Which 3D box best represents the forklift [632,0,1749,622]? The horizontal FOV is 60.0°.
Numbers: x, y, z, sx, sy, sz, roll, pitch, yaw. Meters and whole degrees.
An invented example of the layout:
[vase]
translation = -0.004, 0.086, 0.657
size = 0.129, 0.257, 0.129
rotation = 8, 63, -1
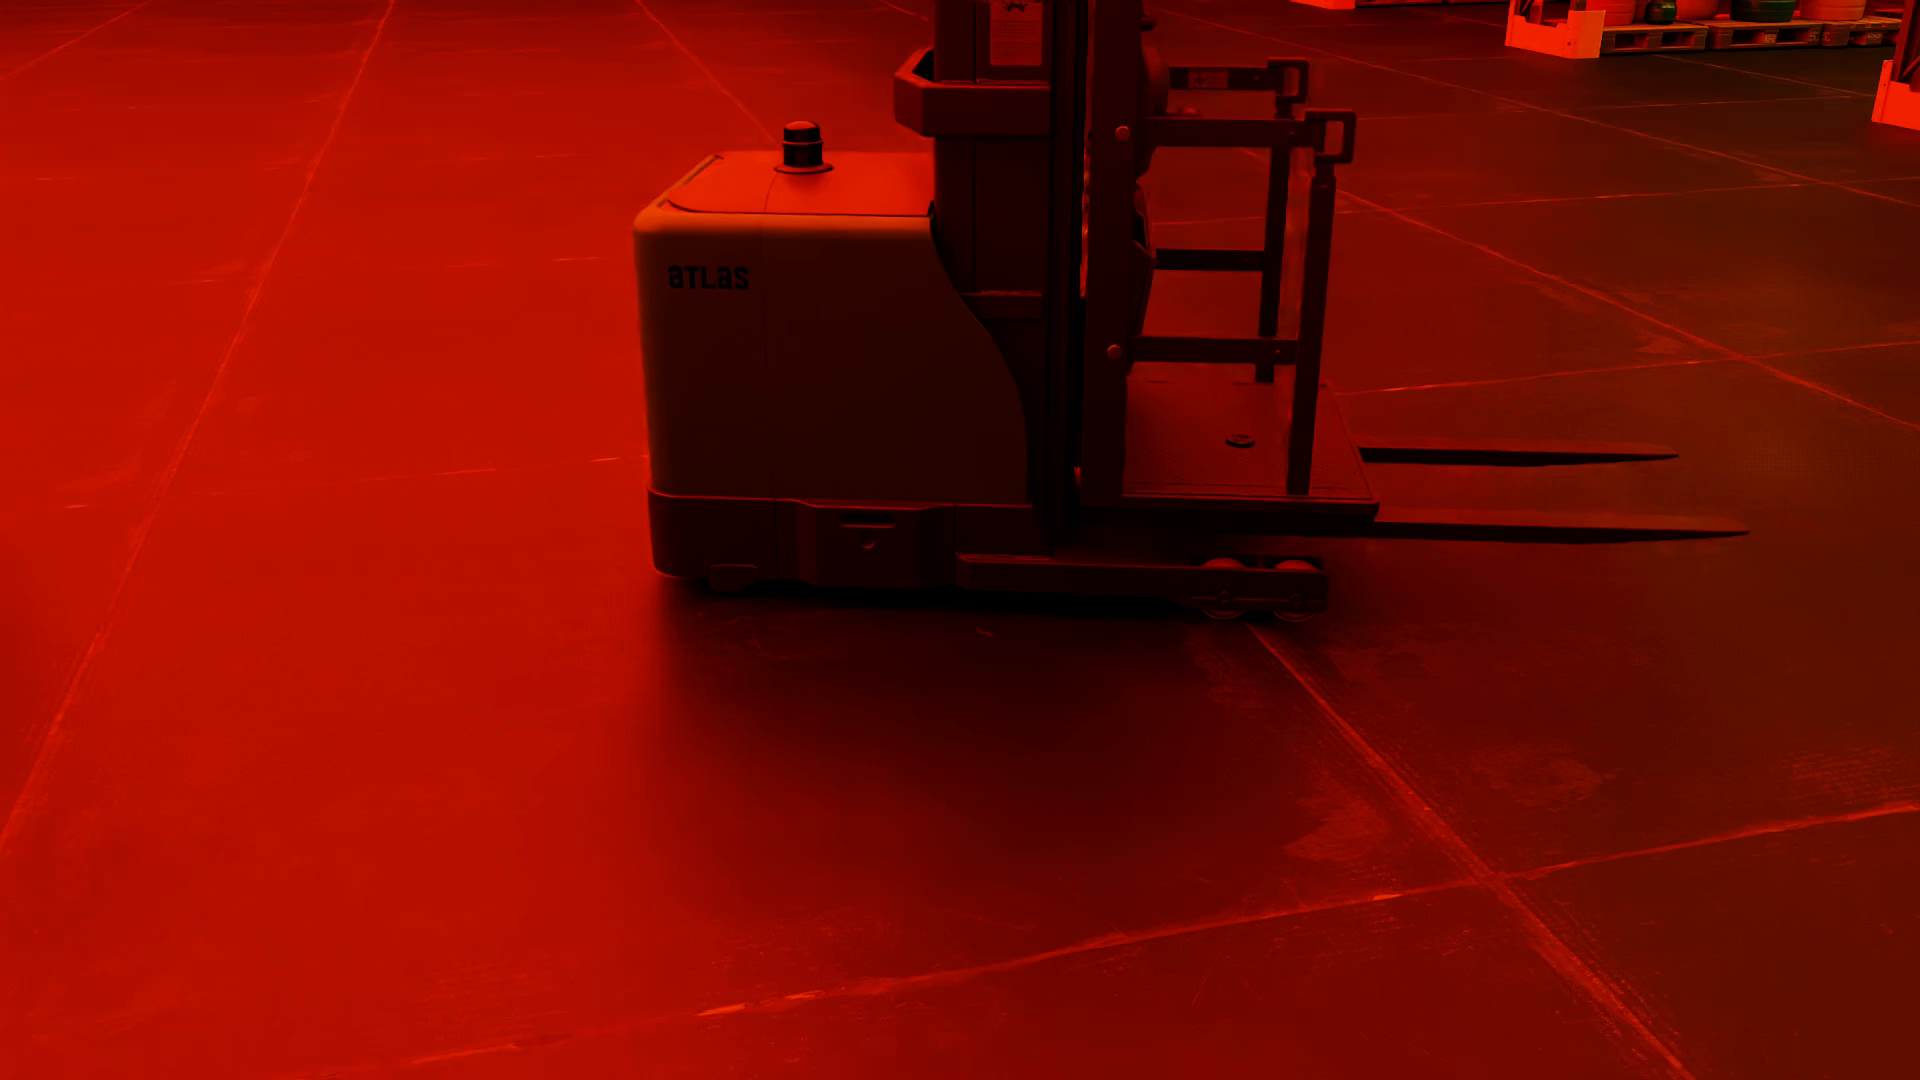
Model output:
[forklift]
translation = 0.671, -1.342, 4.463
size = 3.031, 2.935, 1.130
rotation = 2, 23, 4
